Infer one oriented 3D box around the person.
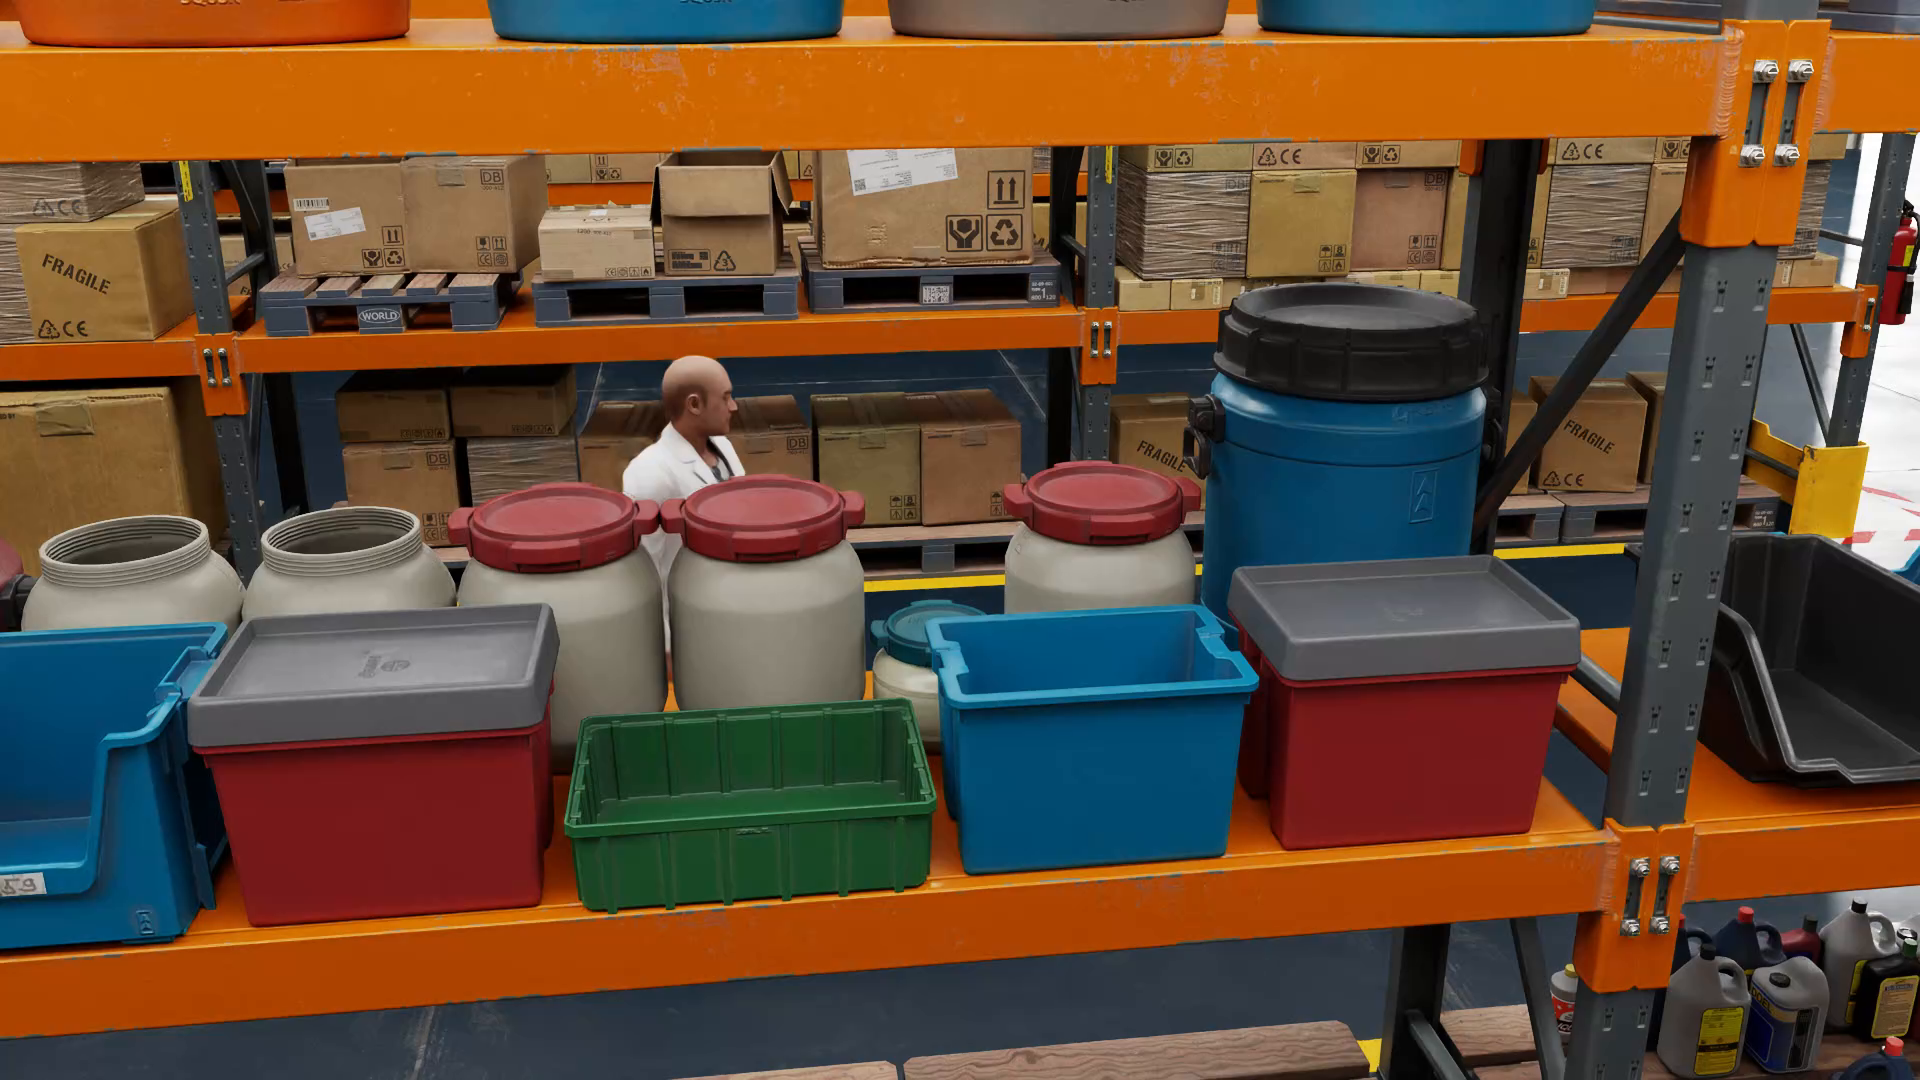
[{"bbox_3d":[-0.855,0.289,5.279,0.623,1.778,0.597,9,22,24],"label":"person"}]
